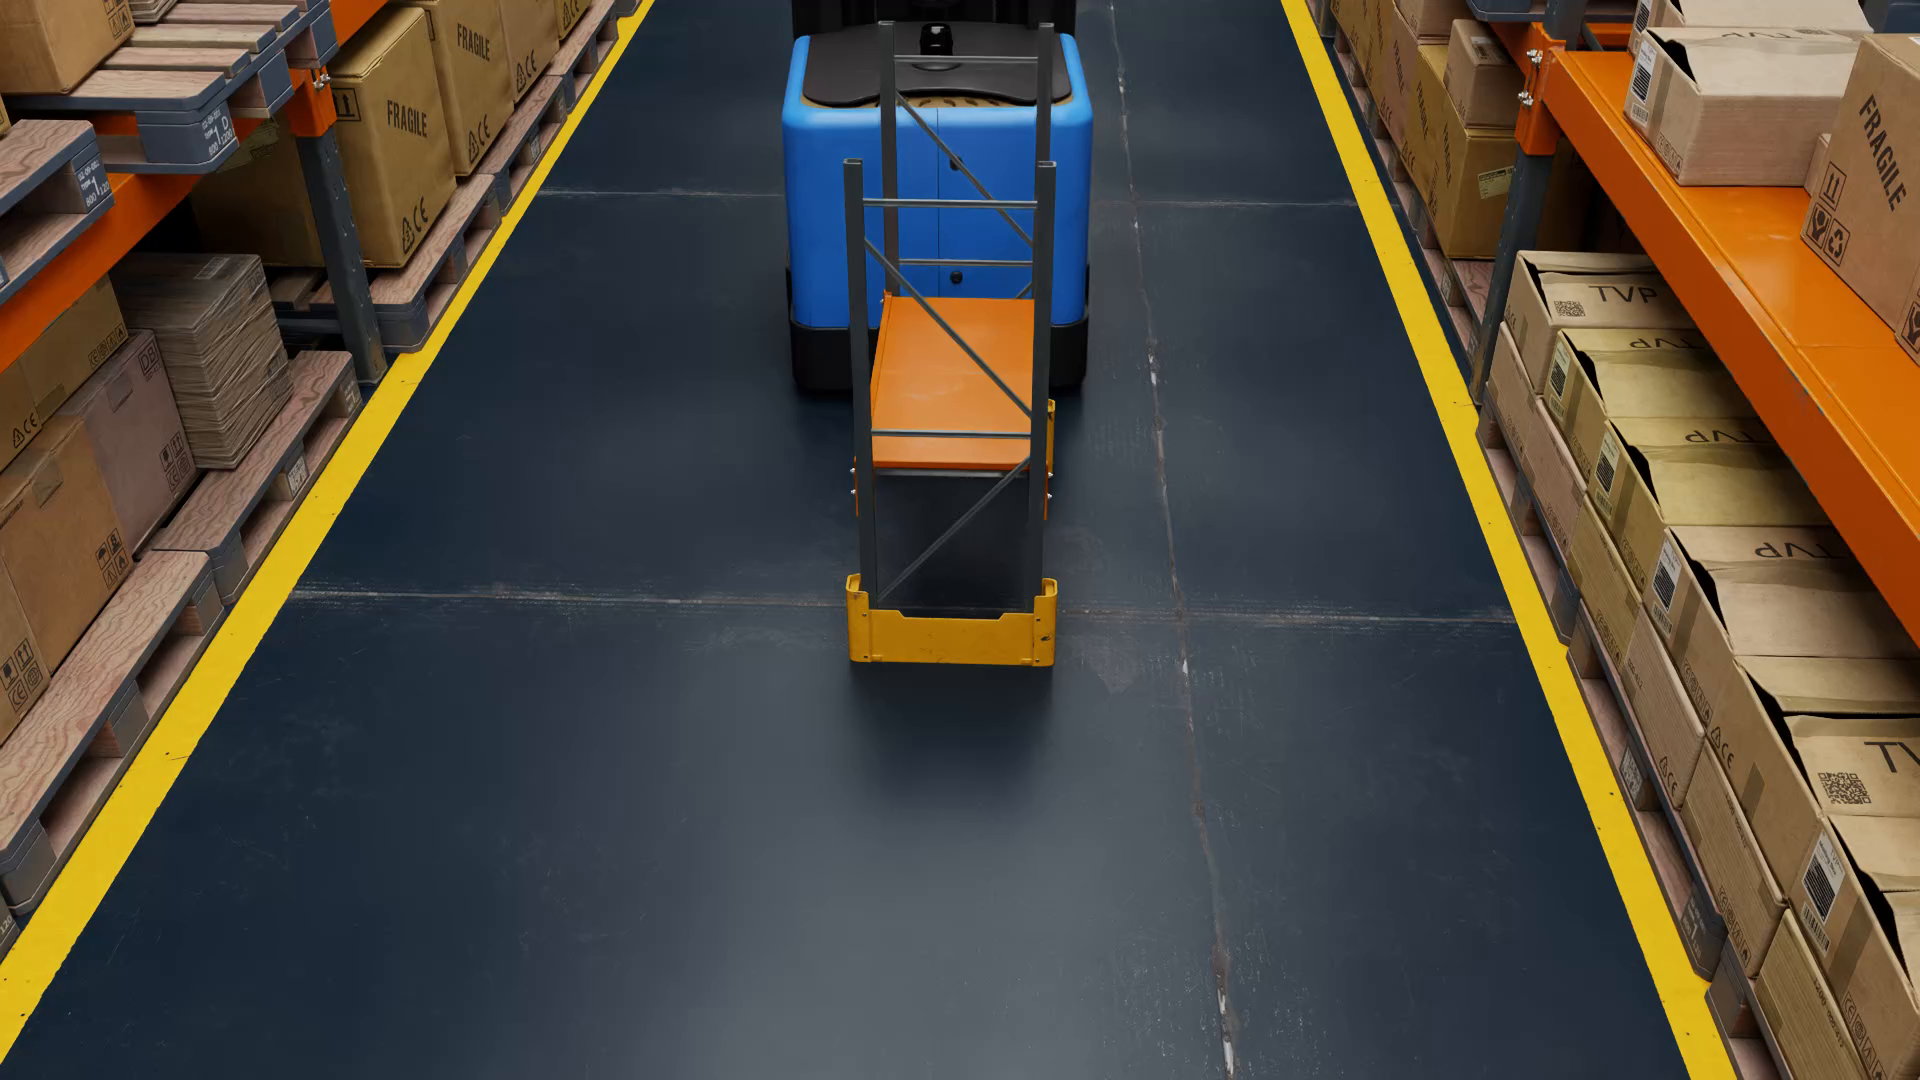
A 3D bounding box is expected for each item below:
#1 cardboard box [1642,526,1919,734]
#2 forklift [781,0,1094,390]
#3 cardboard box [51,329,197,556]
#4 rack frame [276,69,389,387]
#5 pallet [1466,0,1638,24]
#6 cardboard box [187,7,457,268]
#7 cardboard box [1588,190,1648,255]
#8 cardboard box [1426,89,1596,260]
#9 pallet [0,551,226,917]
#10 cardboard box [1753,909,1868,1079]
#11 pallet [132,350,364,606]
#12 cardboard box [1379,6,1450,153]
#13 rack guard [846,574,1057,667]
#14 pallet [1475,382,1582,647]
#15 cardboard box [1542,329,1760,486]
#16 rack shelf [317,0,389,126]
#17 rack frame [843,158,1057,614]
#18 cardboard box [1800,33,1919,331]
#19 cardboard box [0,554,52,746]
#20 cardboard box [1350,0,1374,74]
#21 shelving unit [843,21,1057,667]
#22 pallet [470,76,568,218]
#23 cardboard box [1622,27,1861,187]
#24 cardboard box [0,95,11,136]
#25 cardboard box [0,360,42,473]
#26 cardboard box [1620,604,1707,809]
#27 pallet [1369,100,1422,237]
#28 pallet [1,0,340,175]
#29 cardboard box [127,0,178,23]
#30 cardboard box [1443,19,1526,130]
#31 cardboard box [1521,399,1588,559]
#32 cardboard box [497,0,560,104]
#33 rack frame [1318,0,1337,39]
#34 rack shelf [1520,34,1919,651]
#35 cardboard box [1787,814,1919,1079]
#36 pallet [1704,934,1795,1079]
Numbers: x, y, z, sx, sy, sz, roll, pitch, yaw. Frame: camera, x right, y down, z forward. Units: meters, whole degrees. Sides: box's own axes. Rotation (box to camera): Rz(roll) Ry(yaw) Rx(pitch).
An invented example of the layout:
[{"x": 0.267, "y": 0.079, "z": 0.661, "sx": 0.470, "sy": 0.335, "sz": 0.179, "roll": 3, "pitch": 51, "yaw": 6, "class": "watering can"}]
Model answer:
[{"x": 1.966, "y": 0.188, "z": 3.912, "sx": 0.500, "sy": 0.311, "sz": 0.500, "roll": 1, "pitch": 35, "yaw": 1, "class": "cardboard box"}, {"x": -0.106, "y": -2.548, "z": 6.326, "sx": 1.130, "sy": 2.935, "sz": 3.031, "roll": -1, "pitch": 35, "yaw": -1, "class": "forklift"}, {"x": -2.728, "y": -0.281, "z": 4.833, "sx": 0.700, "sy": 0.500, "sz": 0.500, "roll": 1, "pitch": 35, "yaw": 2, "class": "cardboard box"}, {"x": -2.614, "y": -1.832, "z": 5.248, "sx": 1.000, "sy": 3.000, "sz": 0.127, "roll": 1, "pitch": 35, "yaw": 2, "class": "rack frame"}, {"x": 2.293, "y": -2.033, "z": 5.700, "sx": 1.213, "sy": 0.211, "sz": 1.003, "roll": 1, "pitch": 35, "yaw": 2, "class": "pallet"}, {"x": -2.454, "y": -1.544, "z": 6.343, "sx": 0.750, "sy": 0.750, "sz": 0.750, "roll": 1, "pitch": 35, "yaw": 1, "class": "cardboard box"}, {"x": 2.639, "y": -1.132, "z": 6.044, "sx": 0.500, "sy": 0.500, "sz": 0.500, "roll": 3, "pitch": 35, "yaw": 4, "class": "cardboard box"}, {"x": 2.139, "y": -1.420, "z": 6.453, "sx": 0.500, "sy": 0.500, "sz": 0.500, "roll": 3, "pitch": 35, "yaw": 4, "class": "cardboard box"}, {"x": -2.699, "y": 0.457, "z": 4.417, "sx": 1.003, "sy": 0.211, "sz": 1.213, "roll": 1, "pitch": 35, "yaw": 2, "class": "pallet"}, {"x": 1.924, "y": 0.996, "z": 3.251, "sx": 0.500, "sy": 0.250, "sz": 0.500, "roll": 1, "pitch": 35, "yaw": 1, "class": "cardboard box"}, {"x": -2.647, "y": -0.243, "z": 5.411, "sx": 1.003, "sy": 0.211, "sz": 1.213, "roll": 1, "pitch": 35, "yaw": 2, "class": "pallet"}, {"x": 2.175, "y": -2.019, "z": 7.306, "sx": 0.500, "sy": 0.500, "sz": 0.500, "roll": 0, "pitch": 35, "yaw": 0, "class": "cardboard box"}, {"x": -0.023, "y": 0.228, "z": 4.709, "sx": 0.587, "sy": 0.250, "sz": 0.087, "roll": 1, "pitch": 35, "yaw": 2, "class": "rack guard"}, {"x": 2.264, "y": -0.107, "z": 5.219, "sx": 1.003, "sy": 0.211, "sz": 1.213, "roll": 1, "pitch": 35, "yaw": 2, "class": "pallet"}, {"x": 2.008, "y": -0.400, "z": 4.749, "sx": 0.500, "sy": 0.311, "sz": 0.500, "roll": 1, "pitch": 35, "yaw": 1, "class": "cardboard box"}, {"x": -2.534, "y": -2.687, "z": 7.090, "sx": 1.077, "sy": 0.370, "sz": 4.000, "roll": 1, "pitch": 35, "yaw": 2, "class": "rack shelf"}, {"x": -0.024, "y": -0.273, "z": 4.333, "sx": 0.500, "sy": 1.500, "sz": 0.032, "roll": 1, "pitch": 35, "yaw": 2, "class": "rack frame"}, {"x": 2.285, "y": -0.797, "z": 3.688, "sx": 0.500, "sy": 0.500, "sz": 0.500, "roll": 0, "pitch": 35, "yaw": -1, "class": "cardboard box"}, {"x": -2.730, "y": 0.295, "z": 4.013, "sx": 0.700, "sy": 0.500, "sz": 0.500, "roll": 2, "pitch": 35, "yaw": 2, "class": "cardboard box"}, {"x": 2.223, "y": -2.596, "z": 8.127, "sx": 0.500, "sy": 0.500, "sz": 0.500, "roll": 2, "pitch": 35, "yaw": 3, "class": "cardboard box"}, {"x": -0.003, "y": -0.570, "z": 4.756, "sx": 0.587, "sy": 1.500, "sz": 1.083, "roll": 1, "pitch": 35, "yaw": 2, "class": "shelving unit"}, {"x": -2.456, "y": -1.842, "z": 7.687, "sx": 1.003, "sy": 0.211, "sz": 1.213, "roll": 1, "pitch": 35, "yaw": 2, "class": "pallet"}, {"x": 2.106, "y": -1.174, "z": 4.390, "sx": 0.500, "sy": 0.311, "sz": 0.500, "roll": 1, "pitch": 35, "yaw": 1, "class": "cardboard box"}, {"x": -2.651, "y": -1.067, "z": 3.689, "sx": 0.700, "sy": 0.500, "sz": 0.500, "roll": 1, "pitch": 35, "yaw": 2, "class": "cardboard box"}, {"x": -2.692, "y": -0.260, "z": 4.150, "sx": 0.500, "sy": 0.250, "sz": 0.500, "roll": 1, "pitch": 35, "yaw": 2, "class": "cardboard box"}, {"x": 1.966, "y": 0.409, "z": 4.085, "sx": 0.500, "sy": 0.250, "sz": 0.500, "roll": 2, "pitch": 35, "yaw": 3, "class": "cardboard box"}, {"x": 2.455, "y": -1.706, "z": 7.494, "sx": 1.003, "sy": 0.211, "sz": 1.213, "roll": 1, "pitch": 35, "yaw": 2, "class": "pallet"}, {"x": -2.536, "y": -1.342, "z": 4.718, "sx": 1.213, "sy": 0.211, "sz": 1.003, "roll": 1, "pitch": 35, "yaw": 2, "class": "pallet"}, {"x": -2.623, "y": -1.783, "z": 4.709, "sx": 0.700, "sy": 0.500, "sz": 0.500, "roll": -3, "pitch": 35, "yaw": -4, "class": "cardboard box"}, {"x": 2.137, "y": -1.759, "z": 6.284, "sx": 0.500, "sy": 0.250, "sz": 0.500, "roll": 3, "pitch": 35, "yaw": 4, "class": "cardboard box"}, {"x": 2.002, "y": -0.184, "z": 4.929, "sx": 0.500, "sy": 0.250, "sz": 0.500, "roll": 0, "pitch": 35, "yaw": 1, "class": "cardboard box"}, {"x": -2.383, "y": -2.536, "z": 7.753, "sx": 0.750, "sy": 0.750, "sz": 0.750, "roll": 2, "pitch": 35, "yaw": 3, "class": "cardboard box"}, {"x": 2.496, "y": -4.018, "z": 8.359, "sx": 1.000, "sy": 3.000, "sz": 0.127, "roll": 1, "pitch": 35, "yaw": 2, "class": "rack frame"}, {"x": 2.255, "y": -0.277, "z": 3.661, "sx": 1.077, "sy": 0.370, "sz": 4.000, "roll": 1, "pitch": 35, "yaw": 2, "class": "rack shelf"}, {"x": 1.919, "y": 0.763, "z": 3.093, "sx": 0.500, "sy": 0.311, "sz": 0.500, "roll": 2, "pitch": 35, "yaw": 3, "class": "cardboard box"}, {"x": 2.166, "y": 1.295, "z": 3.224, "sx": 1.003, "sy": 0.211, "sz": 1.213, "roll": 1, "pitch": 35, "yaw": 2, "class": "pallet"}]
